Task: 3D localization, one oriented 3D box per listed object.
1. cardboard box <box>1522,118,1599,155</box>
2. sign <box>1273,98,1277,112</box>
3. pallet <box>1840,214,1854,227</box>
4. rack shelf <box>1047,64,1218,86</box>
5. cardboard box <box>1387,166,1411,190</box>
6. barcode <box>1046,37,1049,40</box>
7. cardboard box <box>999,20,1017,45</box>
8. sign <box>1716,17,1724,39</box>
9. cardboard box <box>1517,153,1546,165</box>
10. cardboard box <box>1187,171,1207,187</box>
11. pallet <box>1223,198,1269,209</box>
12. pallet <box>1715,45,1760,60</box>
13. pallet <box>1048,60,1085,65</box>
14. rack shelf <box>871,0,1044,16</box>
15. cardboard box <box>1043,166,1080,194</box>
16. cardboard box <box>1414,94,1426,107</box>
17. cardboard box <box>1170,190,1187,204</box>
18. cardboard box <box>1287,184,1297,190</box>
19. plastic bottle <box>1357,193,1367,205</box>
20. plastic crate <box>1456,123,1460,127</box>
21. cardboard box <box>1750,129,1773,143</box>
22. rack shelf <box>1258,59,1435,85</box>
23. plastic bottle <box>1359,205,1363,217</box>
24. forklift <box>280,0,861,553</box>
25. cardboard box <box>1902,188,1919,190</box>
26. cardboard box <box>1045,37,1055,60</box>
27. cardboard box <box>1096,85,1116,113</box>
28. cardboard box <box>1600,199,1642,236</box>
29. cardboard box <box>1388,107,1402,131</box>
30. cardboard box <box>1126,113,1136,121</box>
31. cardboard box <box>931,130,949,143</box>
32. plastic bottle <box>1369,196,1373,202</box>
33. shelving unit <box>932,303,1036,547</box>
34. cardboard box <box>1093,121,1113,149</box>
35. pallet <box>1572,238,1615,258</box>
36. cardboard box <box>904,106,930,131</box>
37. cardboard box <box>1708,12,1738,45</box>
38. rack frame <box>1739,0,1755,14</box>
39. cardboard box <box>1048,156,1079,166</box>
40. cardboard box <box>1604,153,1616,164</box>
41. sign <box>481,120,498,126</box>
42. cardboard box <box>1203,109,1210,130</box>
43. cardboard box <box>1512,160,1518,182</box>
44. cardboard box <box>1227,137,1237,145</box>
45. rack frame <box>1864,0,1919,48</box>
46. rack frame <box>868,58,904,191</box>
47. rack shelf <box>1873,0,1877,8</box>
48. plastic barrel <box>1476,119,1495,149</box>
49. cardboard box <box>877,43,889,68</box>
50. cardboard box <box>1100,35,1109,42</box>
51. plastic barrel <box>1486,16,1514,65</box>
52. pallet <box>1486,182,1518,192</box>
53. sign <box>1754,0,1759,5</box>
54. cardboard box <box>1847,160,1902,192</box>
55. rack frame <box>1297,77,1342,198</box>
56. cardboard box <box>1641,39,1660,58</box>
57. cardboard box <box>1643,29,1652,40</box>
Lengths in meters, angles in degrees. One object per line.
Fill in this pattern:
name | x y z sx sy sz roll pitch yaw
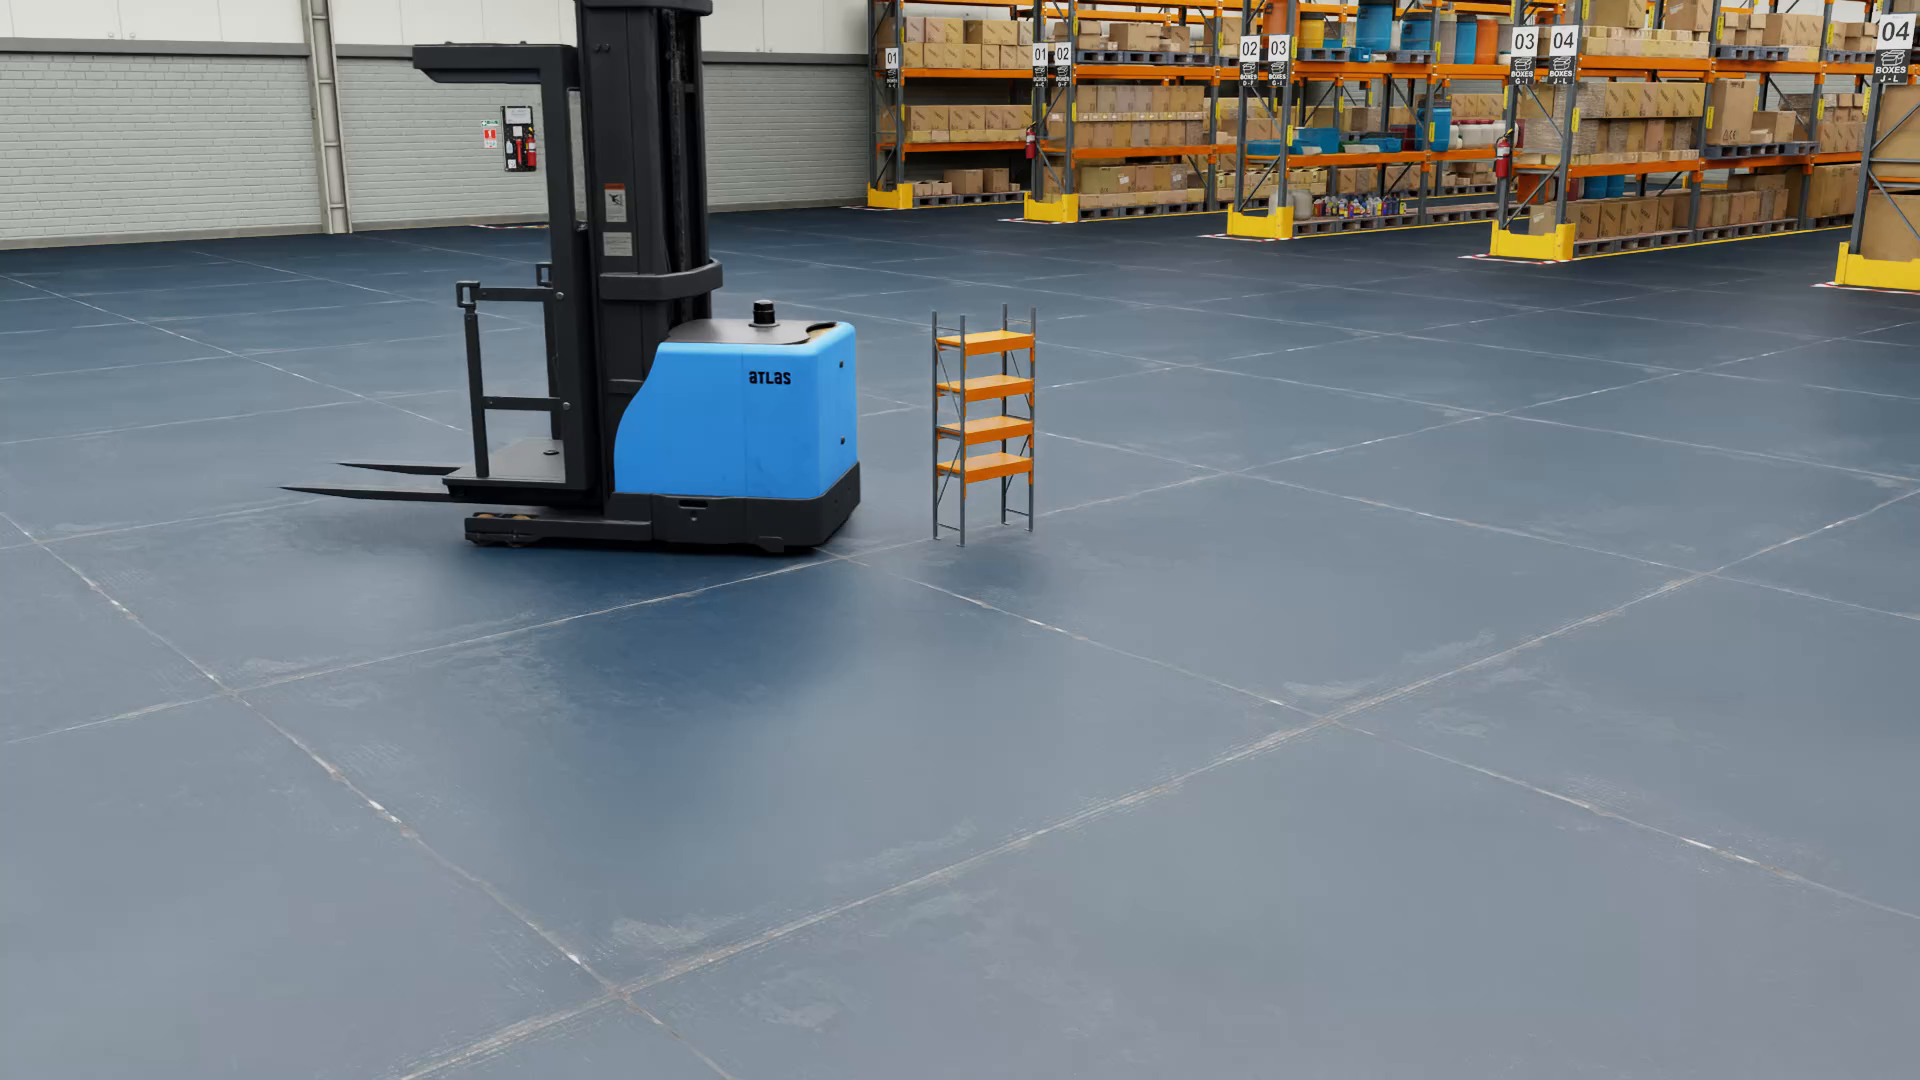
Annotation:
cardboard box | 8.658 -5.827 23.981 0.500 0.500 0.875 -13 19 -39
sign | 7.886 -10.890 41.616 0.005 0.325 0.100 -13 19 -39
pallet | 15.824 -5.879 30.352 1.213 0.211 1.003 -13 19 -39
rack shelf | 3.233 -8.917 31.900 4.000 0.370 1.077 -13 19 -39
cardboard box | 9.836 -8.208 37.656 0.500 0.500 0.500 -12 19 -39
barcode | 1.636 -9.351 31.007 0.075 0.075 0.001 -13 19 -39
cardboard box | 0.879 -10.875 35.667 0.500 0.500 0.500 -11 19 -36
sign | 11.604 -7.819 25.396 0.005 0.325 0.100 -13 19 -39
cardboard box | 8.304 -5.514 24.068 0.250 0.149 0.380 -13 19 -39
cardboard box | 4.859 -7.424 34.157 0.500 0.311 0.500 -13 19 -39
pallet | 6.193 -7.147 35.096 1.213 0.211 1.003 -13 19 -39
pallet | 11.778 -7.667 26.192 1.003 0.211 1.213 -13 19 -39
pallet | 2.023 -10.560 37.022 1.003 0.211 1.213 -13 19 -39
rack shelf | -0.021 -11.328 35.122 4.000 0.370 1.077 -13 19 -39
cardboard box | 1.934 -6.862 31.687 0.500 0.500 0.500 -13 19 -39
cardboard box | 10.989 -10.176 38.904 0.500 0.500 0.500 -13 19 -39
cardboard box | 4.152 -6.824 33.000 0.500 0.250 0.500 -13 19 -39
cardboard box | 6.755 -7.397 35.143 0.500 0.250 0.500 -12 19 -38
plastic bottle | 7.204 -6.038 29.821 0.185 0.351 0.144 -13 19 -39
plastic crate | 9.588 -7.683 31.577 0.583 0.464 0.402 -13 19 -39
cardboard box | 13.179 -6.705 27.486 0.258 0.266 0.396 -13 20 -41
rack shelf | 6.482 -7.952 28.288 4.000 0.370 1.077 -13 19 -39
plastic bottle | 6.954 -5.710 28.885 0.097 0.201 0.097 0 15 0
forklift | -2.118 -1.508 8.715 3.031 2.935 1.130 2 15 9
cardboard box | 17.828 -6.852 31.895 0.875 0.875 0.875 -13 19 -39
cardboard box | 1.952 -10.895 36.905 0.500 0.500 0.500 -9 18 -32
cardboard box | 2.518 -8.327 31.404 0.500 0.500 0.700 -13 20 -41
cardboard box | 10.070 -4.941 25.465 0.500 0.500 0.500 14 20 42
cardboard box | 9.485 -9.449 37.304 0.700 0.500 0.500 10 18 33
cardboard box | 3.132 -8.081 31.740 0.250 0.149 0.380 -13 20 -40
cardboard box | -0.571 -8.489 34.969 0.500 0.250 0.500 -13 20 -41
plastic bottle | 7.463 -6.115 30.263 0.097 0.271 0.097 0 15 0
shelving unit | 0.125 -0.608 8.700 0.503 1.200 0.258 -13 19 -39
cardboard box | 2.478 -7.691 31.537 0.500 0.500 0.700 -12 19 -38
pallet | 8.918 -4.343 24.601 1.213 0.211 1.003 -13 19 -39
cardboard box | -0.973 -8.762 34.538 0.500 0.500 0.500 -13 19 -39
cardboard box | 11.662 -7.987 26.012 0.637 0.503 0.797 -14 20 -42
rack frame | 17.043 -12.120 36.687 0.127 3.000 1.000 -13 19 -39
cardboard box | 2.362 -8.688 38.001 0.500 0.250 0.500 -13 20 -41
cardboard box | 9.364 -5.593 24.363 0.250 0.149 0.380 -13 19 -39
sign | -8.461 -7.498 29.912 0.331 0.109 0.001 -13 19 -39
cardboard box | 5.816 -10.200 40.315 0.500 0.500 0.500 -13 20 -40
cardboard box | 13.546 -9.051 40.815 0.500 0.500 0.500 -13 19 -39
cardboard box | 5.545 -8.143 33.908 0.250 0.149 0.380 -13 19 -39
rack frame | 17.277 -10.478 30.540 0.127 3.000 1.000 -13 19 -39
rack frame | -1.530 -8.440 34.534 0.127 3.000 1.000 -13 19 -39
rack shelf | 18.786 -10.276 31.953 4.000 0.370 1.077 -13 19 -39
plastic barrel | 9.736 -7.571 31.020 0.433 0.535 0.433 0 15 0
cardboard box | -1.381 -10.067 34.581 0.500 0.500 0.500 -11 18 -35
cardboard box | 2.840 -9.493 31.754 0.500 0.311 0.500 -10 18 -33
plastic barrel | 10.246 -9.461 31.573 0.600 0.901 0.600 0 15 0
pallet | 13.136 -8.691 40.879 1.213 0.211 1.003 -13 19 -39
sign | 17.417 -11.860 36.338 0.005 0.325 0.100 -13 19 -39
cardboard box | 16.807 -6.644 31.114 0.875 0.875 1.225 -13 19 -39
rack frame | 7.760 -8.831 36.000 0.127 3.000 1.000 -13 19 -39
cardboard box | 9.908 -7.216 24.430 0.500 0.250 0.500 -12 19 -38
cardboard box | 9.935 -7.430 24.459 0.250 0.149 0.380 -14 20 -41
